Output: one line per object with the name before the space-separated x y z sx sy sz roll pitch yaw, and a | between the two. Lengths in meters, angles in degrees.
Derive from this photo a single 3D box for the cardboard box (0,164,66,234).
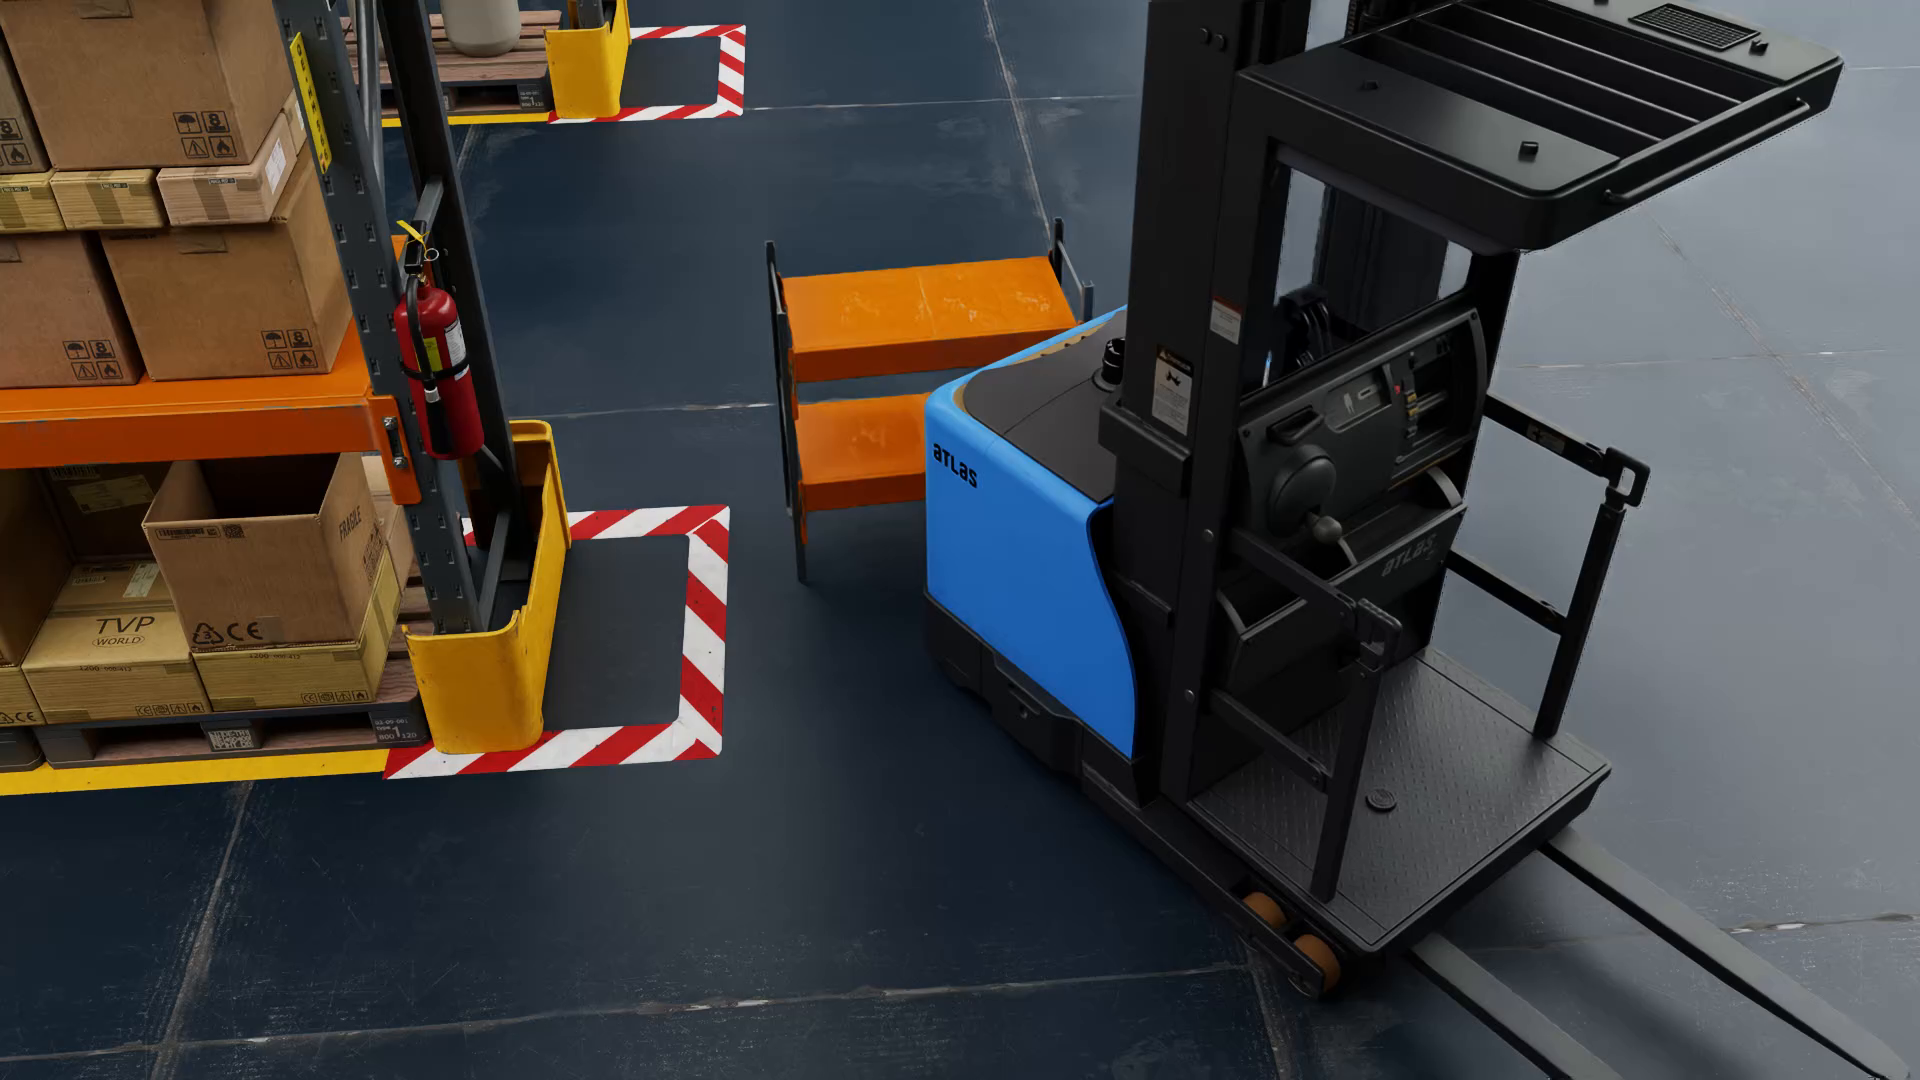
cardboard box | -2.491 -0.975 4.460 0.250 0.149 0.380 -4 38 -5

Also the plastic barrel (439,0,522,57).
plastic barrel | -2.695 -3.011 9.313 0.421 0.512 0.421 0 38 0

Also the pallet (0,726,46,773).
pallet | -3.582 0.378 5.600 1.213 0.211 1.003 -3 38 -4

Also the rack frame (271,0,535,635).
rack frame | -1.612 -0.849 4.905 0.127 3.000 1.000 -3 38 -4

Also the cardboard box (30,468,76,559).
cardboard box | -3.160 -0.273 5.450 0.500 0.500 0.500 -3 38 -4

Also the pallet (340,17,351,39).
pallet | -4.140 -2.671 9.465 1.213 0.211 1.003 -3 38 -4

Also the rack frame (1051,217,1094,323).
rack frame | 0.386 -0.547 6.035 0.032 1.125 0.500 -6 39 -8

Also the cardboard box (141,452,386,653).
cardboard box | -2.119 -0.016 5.124 0.500 0.500 0.500 -3 38 -4

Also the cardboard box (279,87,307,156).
cardboard box | -2.022 -1.254 4.814 0.250 0.149 0.380 -3 38 -4

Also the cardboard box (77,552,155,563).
cardboard box | -2.663 -0.013 5.725 0.500 0.250 0.500 -3 38 -4

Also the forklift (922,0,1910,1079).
forklift | 1.189 -0.235 4.181 1.130 2.935 3.031 -26 45 -29

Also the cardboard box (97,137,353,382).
cardboard box | -2.078 -0.871 4.851 0.500 0.500 0.700 -3 38 -4

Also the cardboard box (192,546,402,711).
cardboard box | -2.120 0.277 5.358 0.500 0.250 0.500 -3 38 -4

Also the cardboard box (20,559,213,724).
cardboard box | -2.617 0.312 5.314 0.500 0.250 0.500 -3 38 -4

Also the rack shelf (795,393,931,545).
rack shelf | -0.115 -0.301 6.118 1.000 0.278 0.538 -6 39 -8

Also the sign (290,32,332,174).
sign | -1.577 -1.061 4.047 0.005 0.325 0.100 -3 38 -4

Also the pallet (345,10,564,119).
pallet | -2.928 -2.736 9.548 1.213 0.211 1.003 -3 38 -4

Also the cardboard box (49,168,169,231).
cardboard box | -2.236 -0.989 4.478 0.250 0.149 0.380 -2 38 -3

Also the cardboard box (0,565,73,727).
cardboard box | -3.114 0.340 5.278 0.500 0.250 0.500 -3 38 -4

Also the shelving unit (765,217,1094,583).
shelving unit | -0.115 -0.493 5.967 1.048 1.125 0.538 -6 39 -8

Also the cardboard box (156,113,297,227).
cardboard box | -1.975 -1.005 4.497 0.250 0.149 0.380 -4 38 -5

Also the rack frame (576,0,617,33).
rack frame | -2.047 -3.906 8.778 0.127 3.000 1.000 -3 38 -4

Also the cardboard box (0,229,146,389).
cardboard box | -2.600 -0.839 4.811 0.500 0.500 0.700 -2 38 -3

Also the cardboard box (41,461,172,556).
cardboard box | -2.663 -0.308 5.494 0.500 0.500 0.500 -3 38 -4

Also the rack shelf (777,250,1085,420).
rack shelf | -0.115 -0.723 5.786 1.000 0.278 0.538 -6 39 -8

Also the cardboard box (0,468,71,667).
cardboard box | -3.114 0.048 5.043 0.500 0.500 0.500 -3 38 -4

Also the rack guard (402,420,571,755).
rack guard | -1.588 0.131 5.681 0.348 0.500 1.175 -3 38 -4

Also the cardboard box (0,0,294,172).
cardboard box | -2.130 -1.377 4.446 0.500 0.500 0.700 -3 38 -4

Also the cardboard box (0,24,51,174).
cardboard box | -2.654 -1.345 4.405 0.500 0.500 0.700 -4 38 -5

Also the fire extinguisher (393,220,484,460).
fire extinguisher | -1.453 -0.539 4.574 0.183 0.674 0.296 -3 38 -4

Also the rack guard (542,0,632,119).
rack guard | -2.118 -2.891 9.511 0.348 0.500 1.175 -3 38 -4

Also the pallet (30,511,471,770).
pallet | -2.370 0.313 5.682 1.213 0.211 1.003 -3 38 -4

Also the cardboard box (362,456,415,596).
cardboard box | -2.165 -0.042 5.763 0.500 0.250 0.500 -3 38 -4

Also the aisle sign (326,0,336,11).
aisle sign | -1.520 -1.692 3.874 0.004 0.787 0.394 -3 38 -4

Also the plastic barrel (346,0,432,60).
plastic barrel | -3.195 -2.983 9.278 0.421 0.512 0.421 0 38 0

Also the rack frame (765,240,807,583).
rack frame | -0.616 -0.440 5.899 0.032 1.125 0.500 -6 39 -8

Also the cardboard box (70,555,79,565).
cardboard box | -3.161 0.014 5.691 0.500 0.250 0.500 -3 38 -4

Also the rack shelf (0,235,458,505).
rack shelf | -3.604 -0.457 4.988 4.000 0.370 1.077 -3 38 -4
